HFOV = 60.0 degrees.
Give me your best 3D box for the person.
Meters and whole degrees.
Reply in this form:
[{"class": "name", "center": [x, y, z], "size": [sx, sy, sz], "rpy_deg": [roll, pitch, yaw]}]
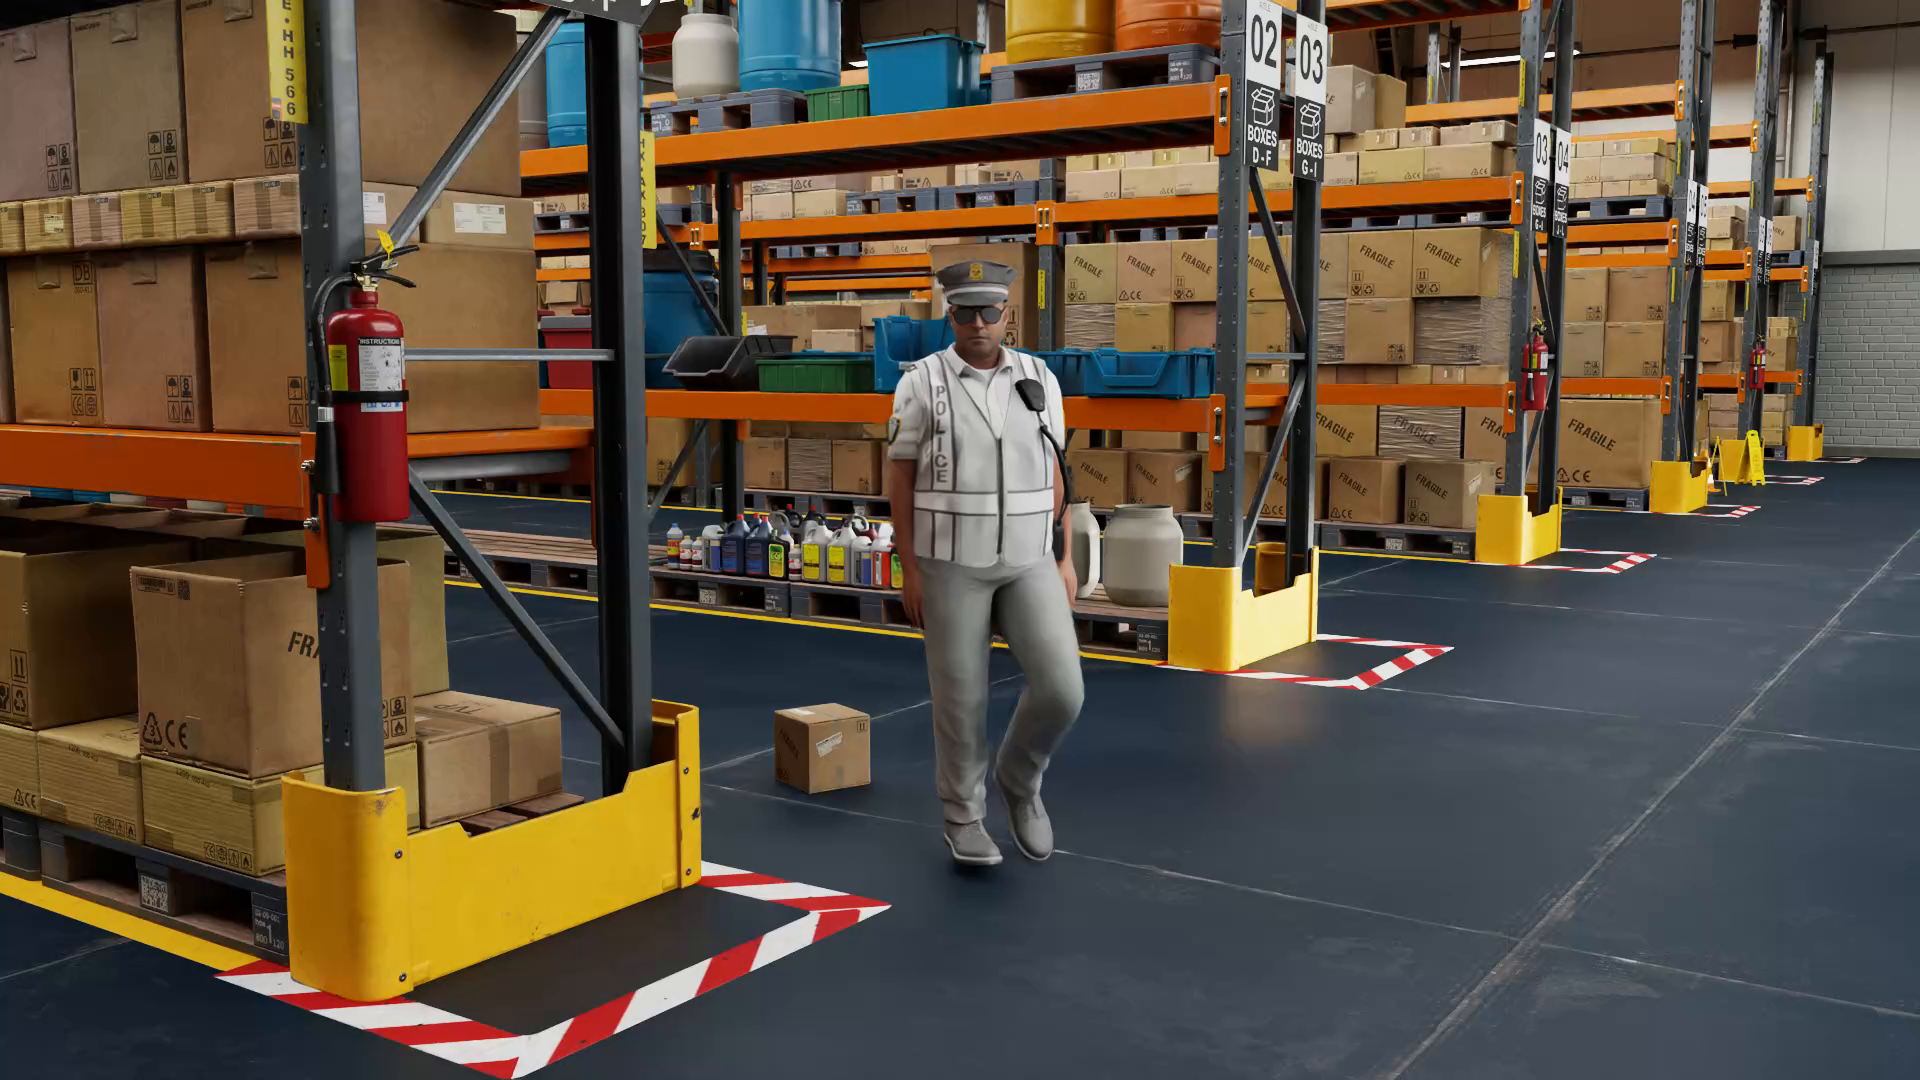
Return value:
[{"class": "person", "center": [0.090, 0.091, 4.836], "size": [0.575, 1.785, 0.452], "rpy_deg": [-1, 6, -13]}]
